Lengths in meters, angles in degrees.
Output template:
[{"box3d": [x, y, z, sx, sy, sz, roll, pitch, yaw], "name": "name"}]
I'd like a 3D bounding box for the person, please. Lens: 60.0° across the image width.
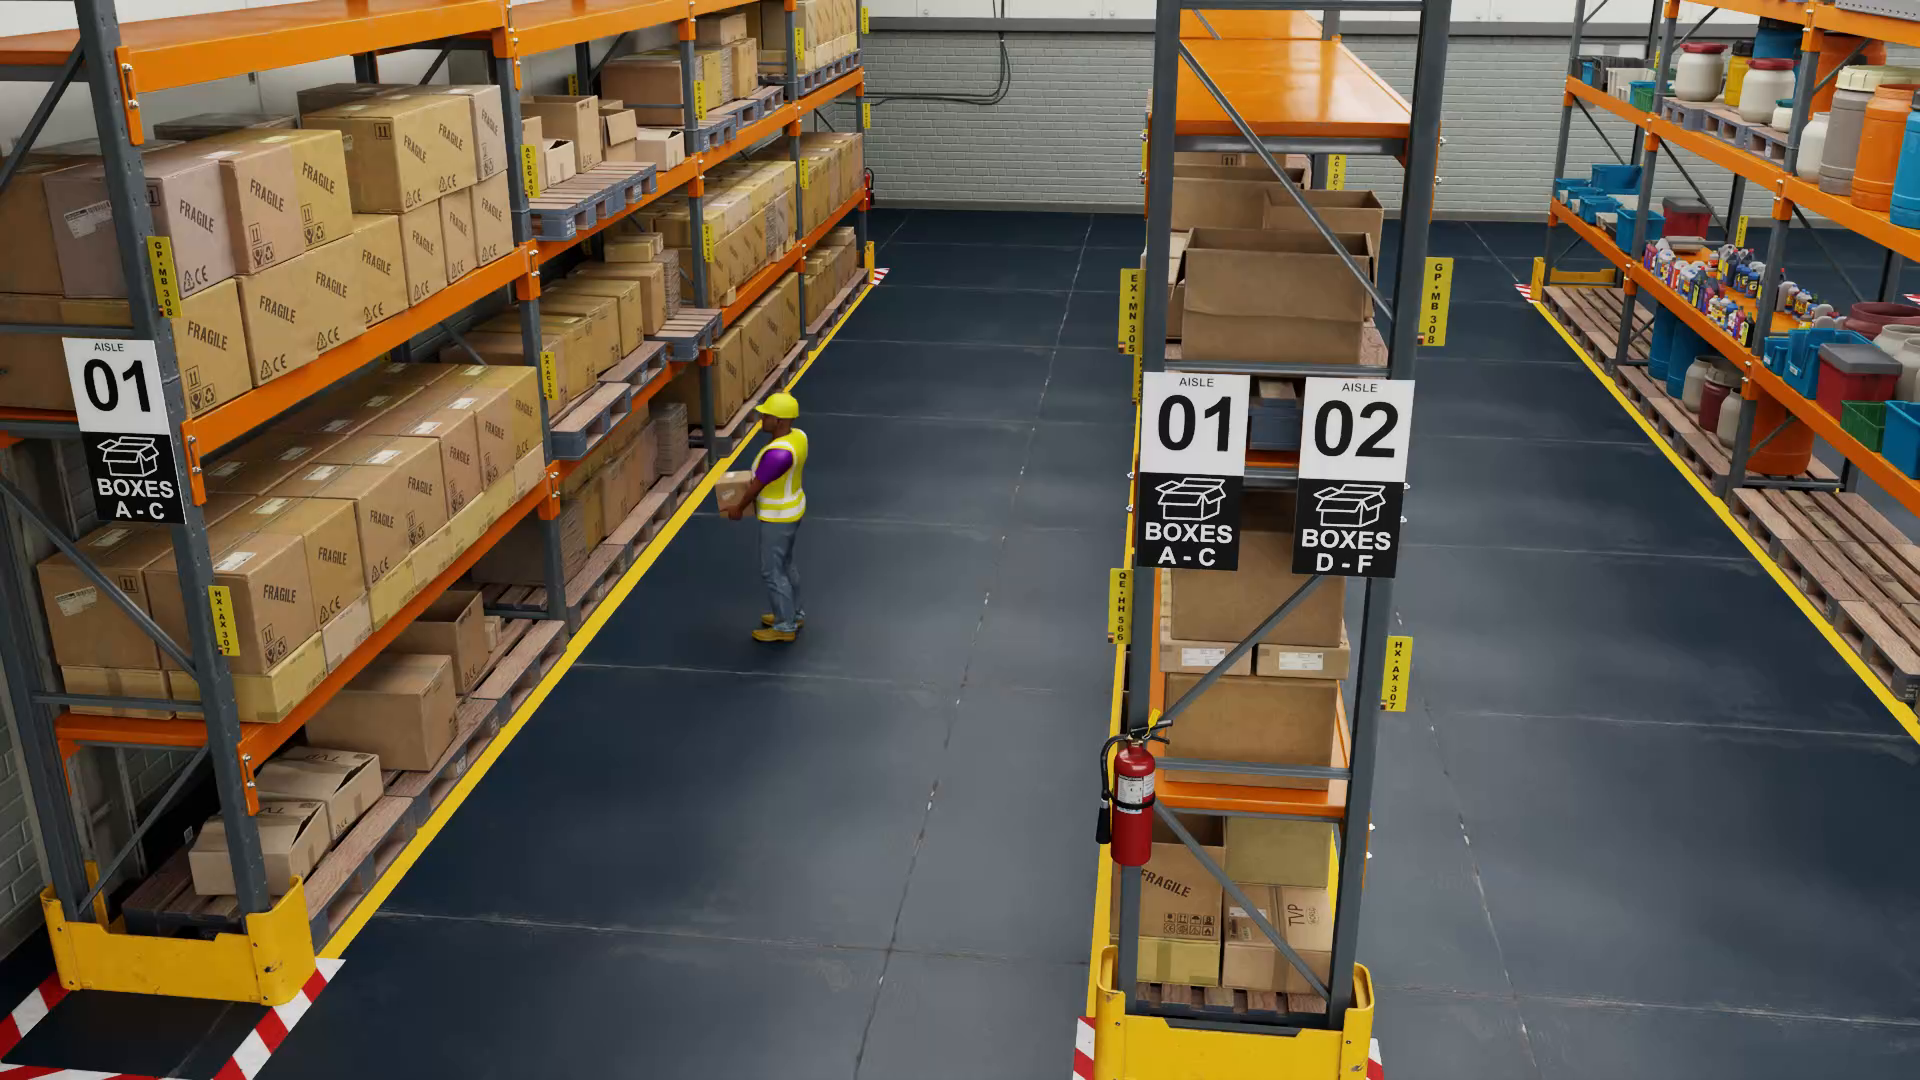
[{"box3d": [-1.348, -0.168, 11.492, 0.580, 1.761, 0.504, 3, 21, 7], "name": "person"}]
